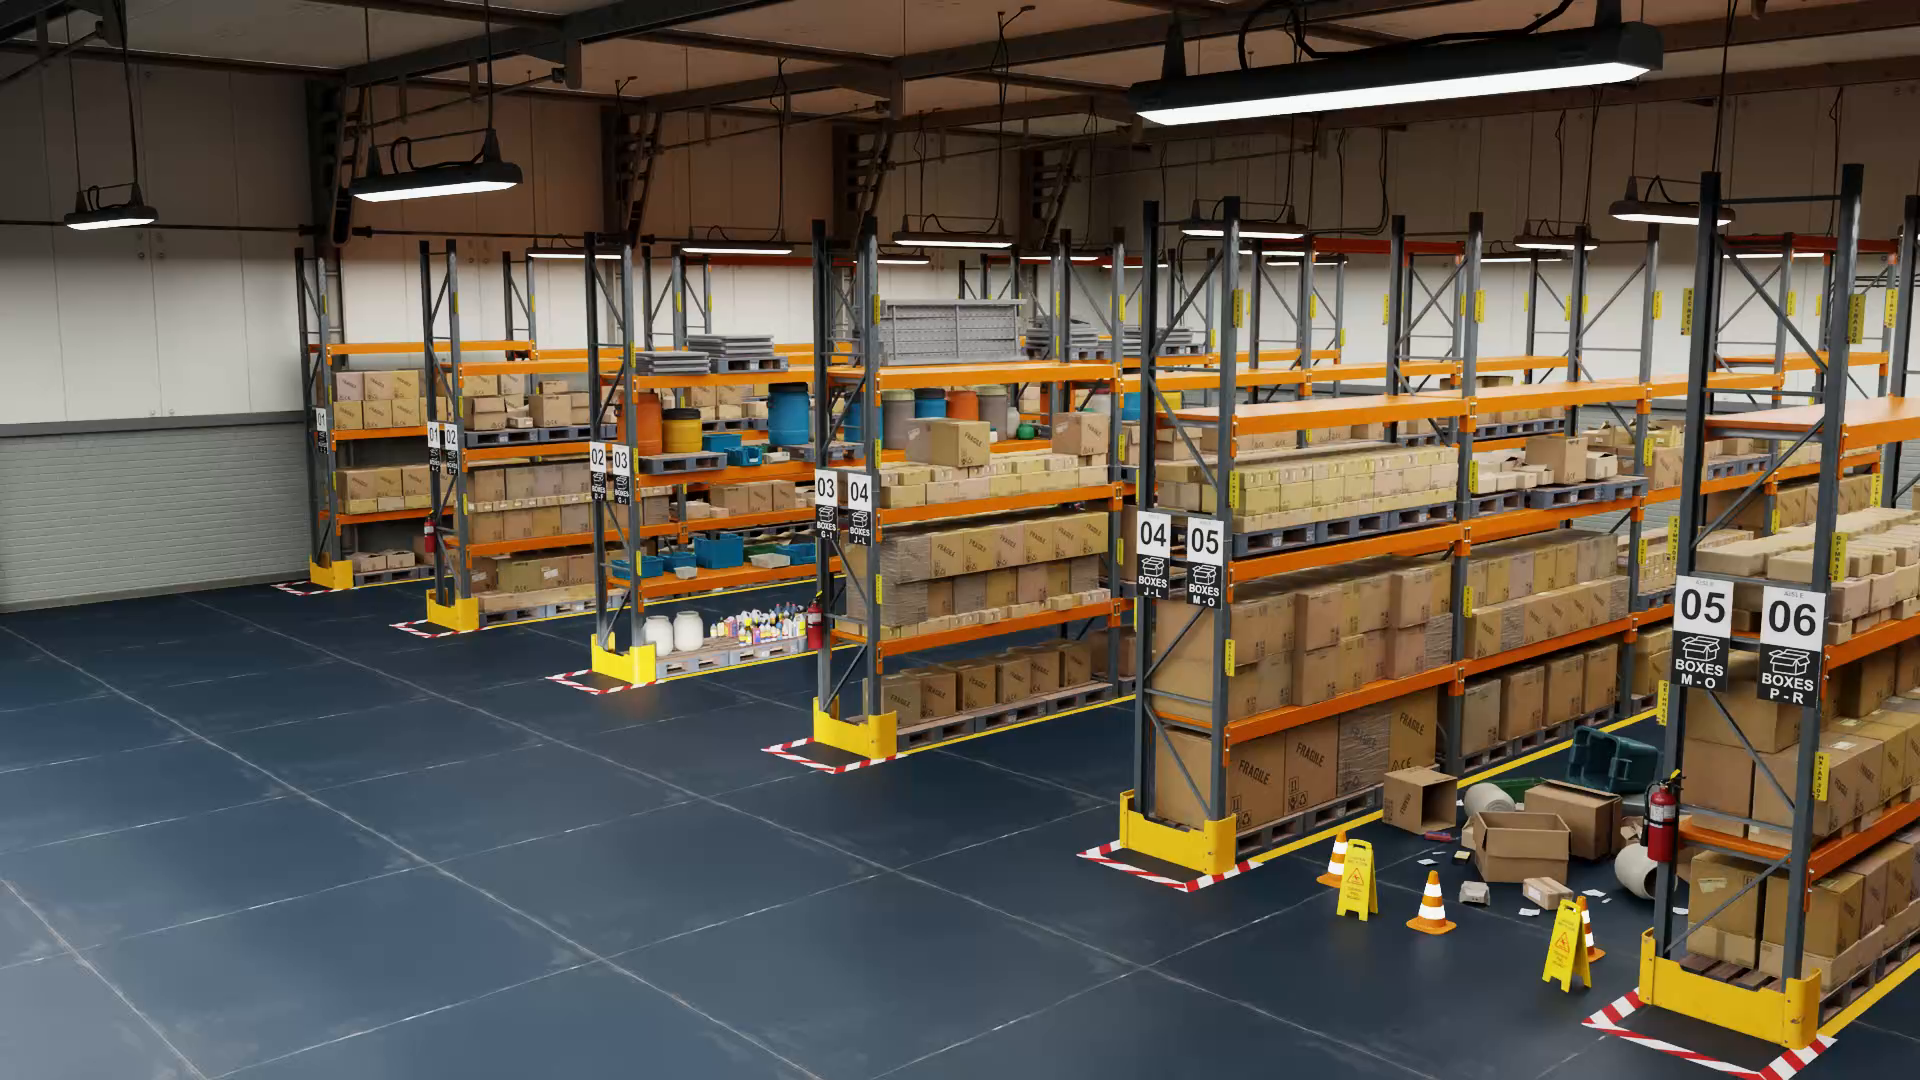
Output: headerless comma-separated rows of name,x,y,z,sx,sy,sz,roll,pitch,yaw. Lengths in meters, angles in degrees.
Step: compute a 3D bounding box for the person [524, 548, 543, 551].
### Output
person,-7.672,0.028,30.011,0.571,1.524,0.869,4,9,27
